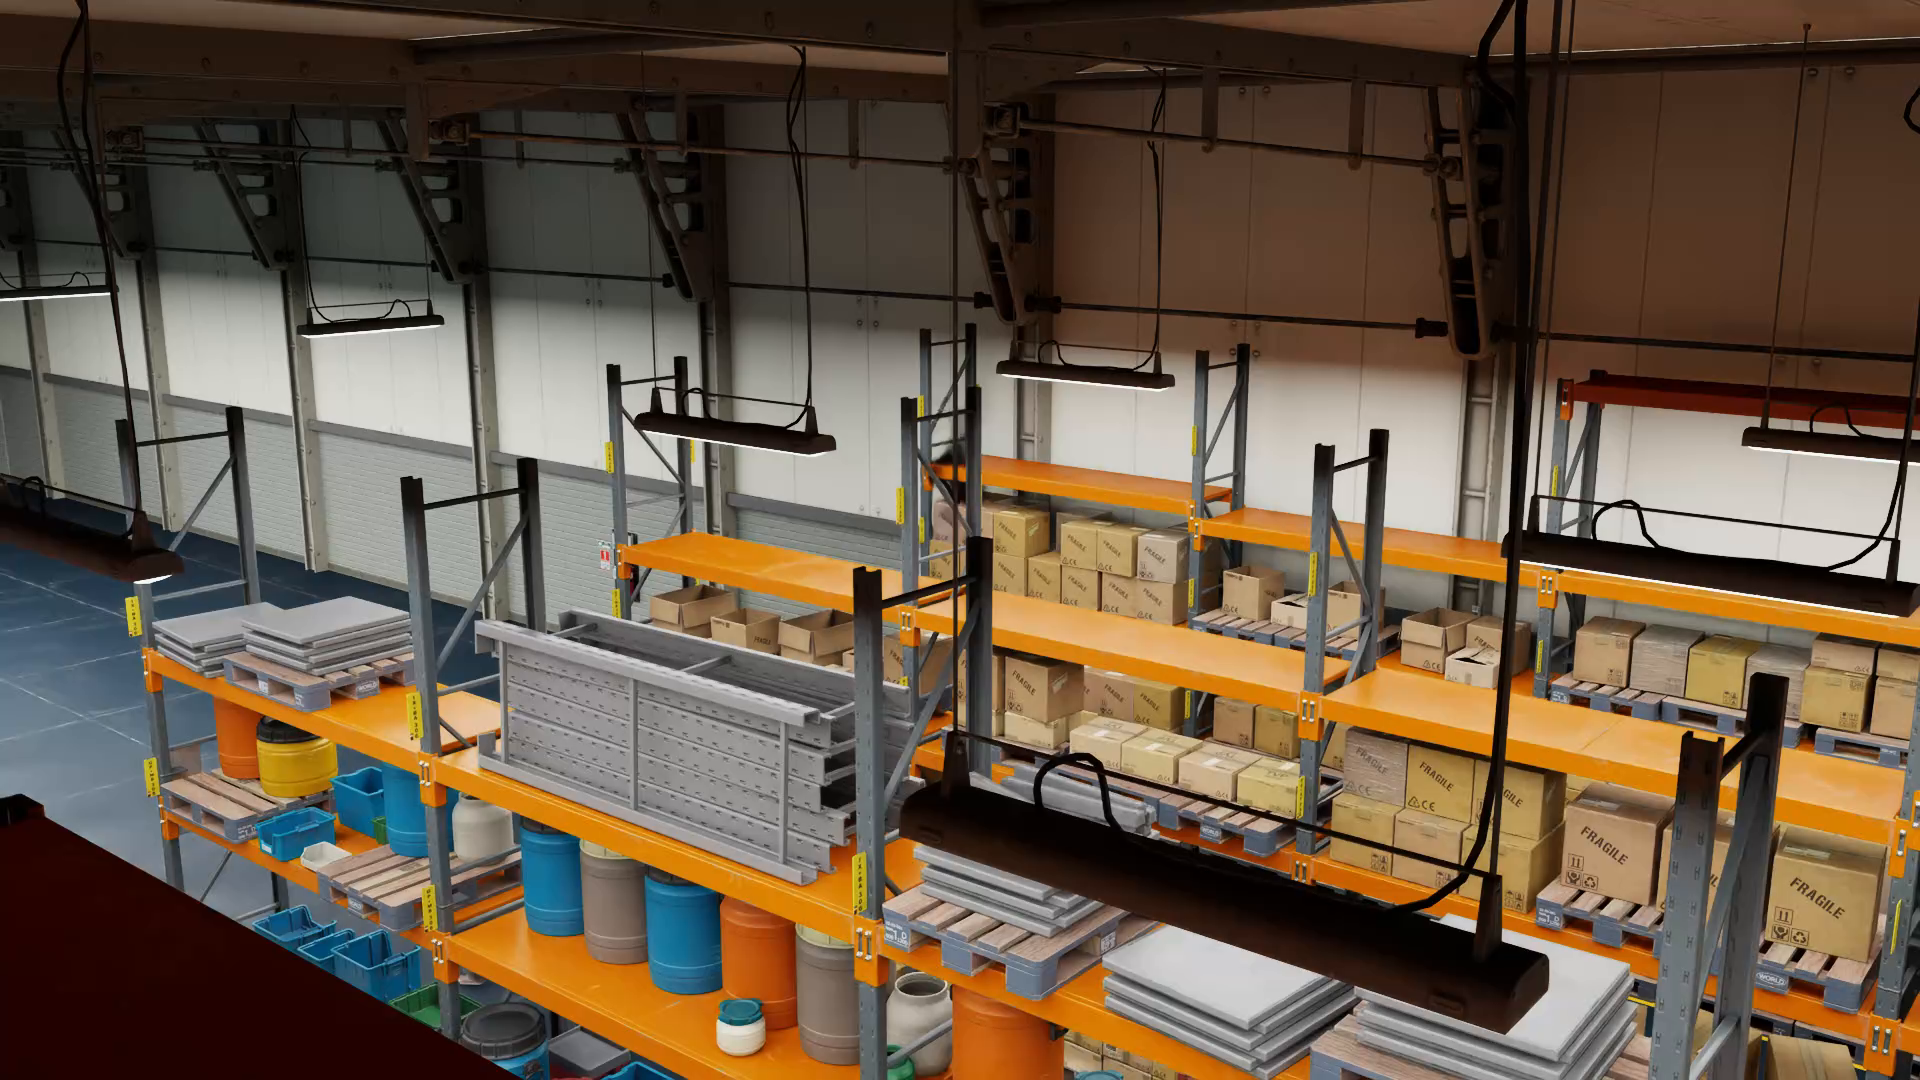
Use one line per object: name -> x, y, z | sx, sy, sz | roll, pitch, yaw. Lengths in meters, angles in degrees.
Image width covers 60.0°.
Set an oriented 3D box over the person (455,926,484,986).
person -> -4.947, 3.680, 16.340 | 0.516, 1.586, 0.608 | -1, 13, -3
